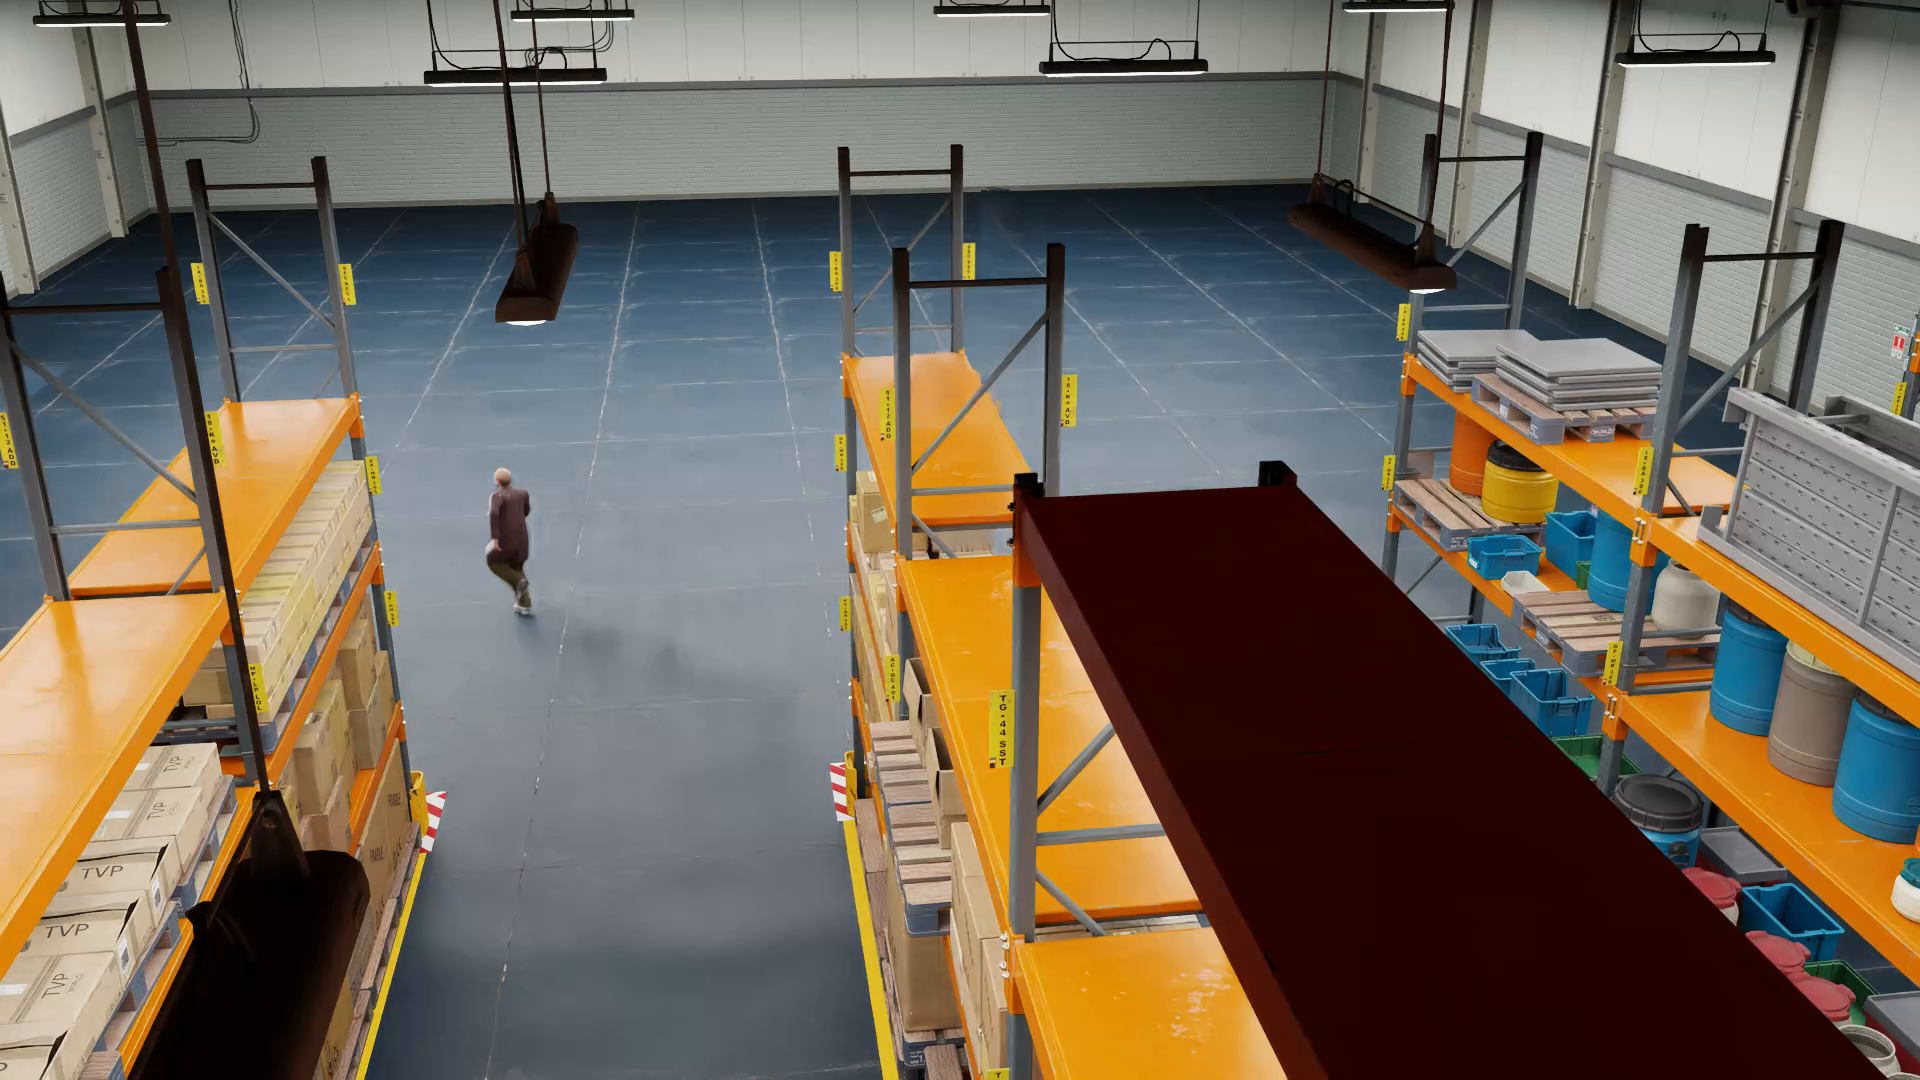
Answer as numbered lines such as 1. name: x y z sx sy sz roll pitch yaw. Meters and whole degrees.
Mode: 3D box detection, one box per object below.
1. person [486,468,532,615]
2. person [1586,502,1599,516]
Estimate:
1. person: -5.260 0.004 19.279 0.723 1.728 0.761 14 26 32
2. person: 7.333 0.139 19.236 0.579 1.514 0.591 6 22 15
